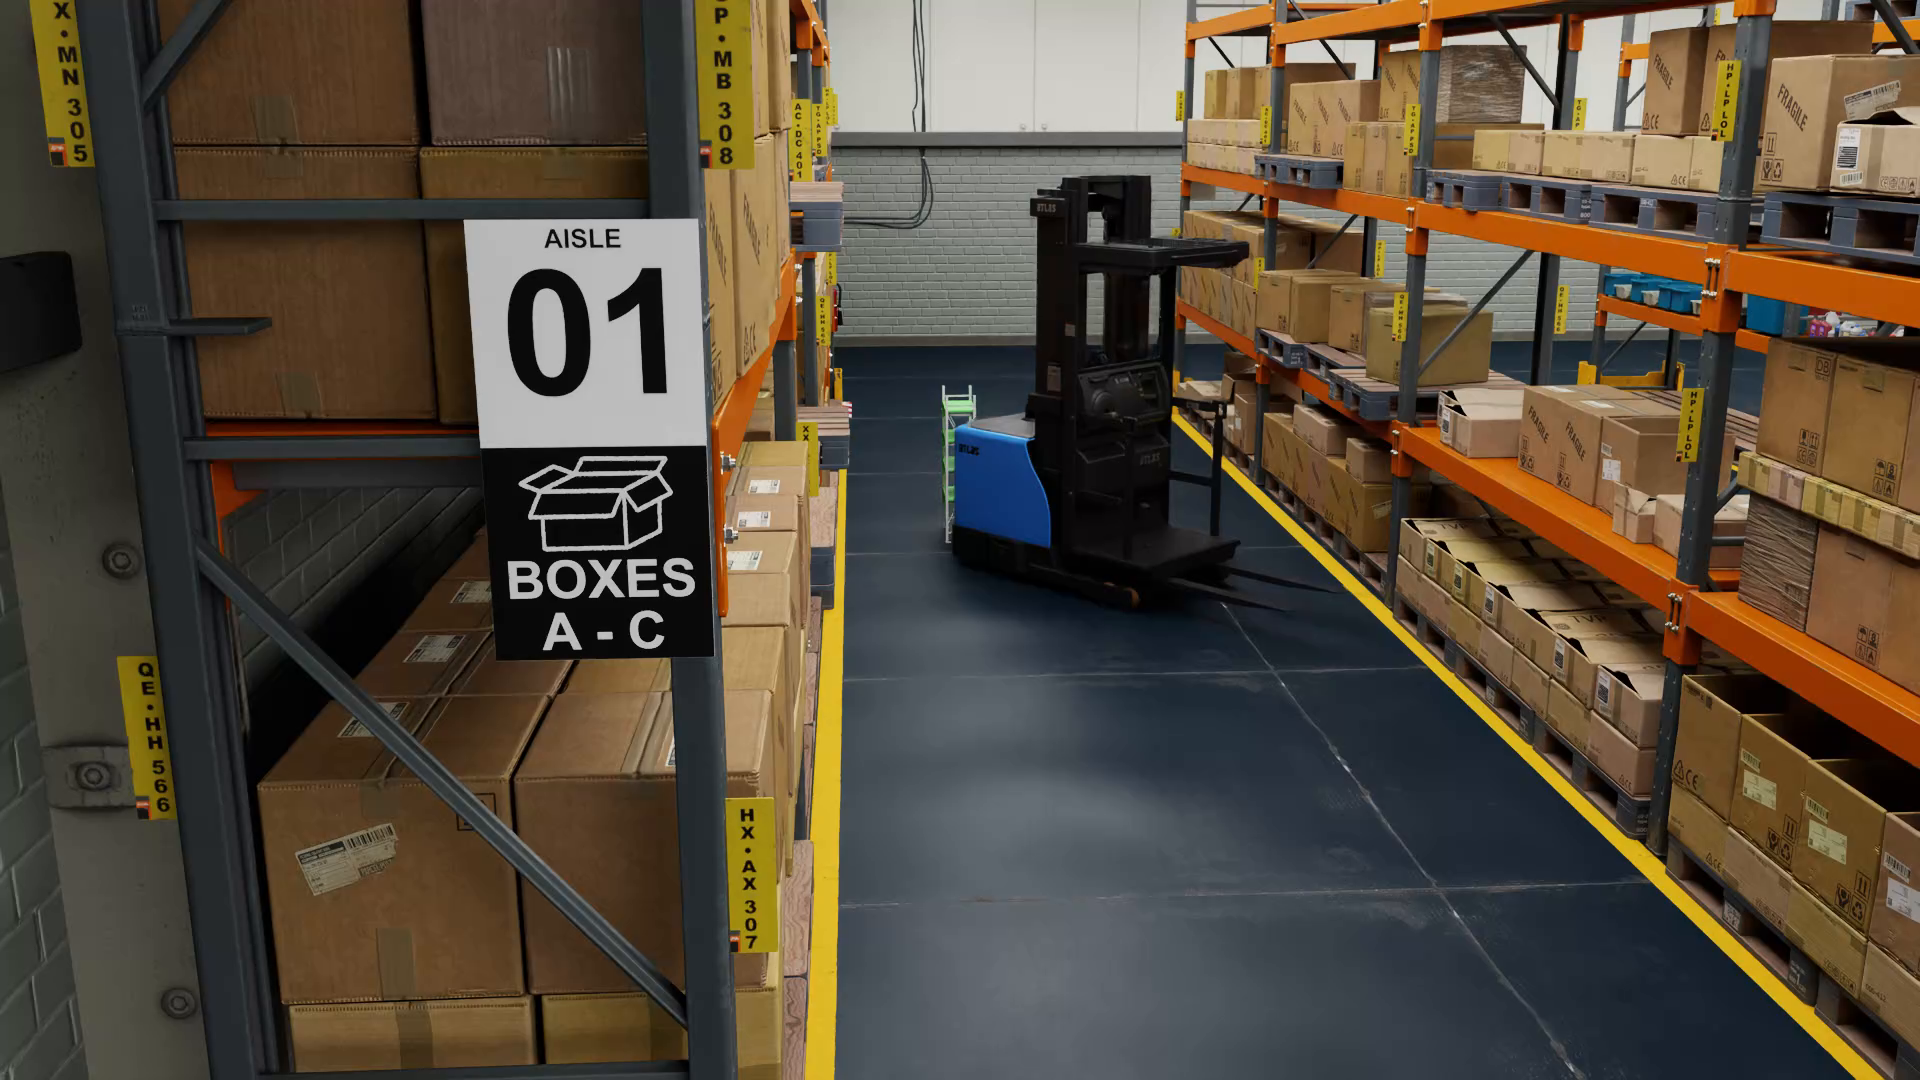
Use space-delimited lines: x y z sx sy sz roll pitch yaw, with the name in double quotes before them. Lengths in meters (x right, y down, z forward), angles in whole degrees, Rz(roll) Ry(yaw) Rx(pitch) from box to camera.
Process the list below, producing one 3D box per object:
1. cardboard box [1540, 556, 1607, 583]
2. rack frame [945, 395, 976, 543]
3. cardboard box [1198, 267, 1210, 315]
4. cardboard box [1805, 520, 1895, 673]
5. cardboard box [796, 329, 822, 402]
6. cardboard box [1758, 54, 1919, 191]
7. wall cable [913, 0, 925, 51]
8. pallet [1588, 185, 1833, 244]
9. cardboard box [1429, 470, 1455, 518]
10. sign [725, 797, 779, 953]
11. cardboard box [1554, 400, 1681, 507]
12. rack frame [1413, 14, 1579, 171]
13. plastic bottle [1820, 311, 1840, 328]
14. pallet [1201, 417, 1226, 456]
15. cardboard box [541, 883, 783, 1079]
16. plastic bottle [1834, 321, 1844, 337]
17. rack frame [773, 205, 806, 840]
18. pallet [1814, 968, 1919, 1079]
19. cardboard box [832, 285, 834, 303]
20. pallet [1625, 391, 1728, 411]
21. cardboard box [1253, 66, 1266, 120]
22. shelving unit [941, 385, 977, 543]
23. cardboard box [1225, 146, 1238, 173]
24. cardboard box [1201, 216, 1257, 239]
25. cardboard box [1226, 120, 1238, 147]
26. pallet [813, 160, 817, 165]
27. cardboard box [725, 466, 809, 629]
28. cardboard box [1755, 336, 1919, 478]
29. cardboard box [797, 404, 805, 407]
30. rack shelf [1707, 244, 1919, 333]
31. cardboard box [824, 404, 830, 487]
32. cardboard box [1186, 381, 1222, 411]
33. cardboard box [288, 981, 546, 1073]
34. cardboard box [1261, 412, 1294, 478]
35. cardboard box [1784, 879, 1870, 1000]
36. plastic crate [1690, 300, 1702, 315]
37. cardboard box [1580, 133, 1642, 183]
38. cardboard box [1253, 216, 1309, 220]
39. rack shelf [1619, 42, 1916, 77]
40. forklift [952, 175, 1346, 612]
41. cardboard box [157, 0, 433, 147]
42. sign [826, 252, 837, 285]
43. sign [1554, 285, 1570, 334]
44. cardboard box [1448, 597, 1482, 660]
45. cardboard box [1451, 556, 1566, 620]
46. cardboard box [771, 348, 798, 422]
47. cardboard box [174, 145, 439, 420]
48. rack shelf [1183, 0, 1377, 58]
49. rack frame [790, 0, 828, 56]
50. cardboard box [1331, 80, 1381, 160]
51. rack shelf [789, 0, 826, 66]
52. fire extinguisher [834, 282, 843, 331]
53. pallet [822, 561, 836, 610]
"cardboard box" 3.845 0.252 10.078 0.500 0.311 0.500 -1 14 -4
"rack frame" 0.005 -0.562 13.301 0.240 1.200 0.015 -1 14 -3
"cardboard box" 2.834 -2.657 17.631 0.500 0.500 0.500 -1 14 -4
"cardboard box" 3.820 0.202 6.523 0.700 0.500 0.500 -1 14 -4
"cardboard box" -1.219 -1.236 11.472 0.500 0.500 0.500 0 14 -2
"cardboard box" 3.515 -1.634 6.514 0.500 0.500 0.500 0 14 1
"wall cable" 0.766 -8.200 23.432 3.097 2.526 0.112 -1 14 -3
"pallet" 3.680 -1.571 7.975 0.805 0.209 1.217 -1 15 -6
"cardboard box" 3.719 -0.236 12.559 0.500 0.500 0.500 -1 14 -5
"sign" -0.407 0.653 3.231 0.100 0.325 0.005 -1 14 -3
"cardboard box" 3.652 -0.487 9.197 0.500 0.500 0.500 -1 14 -3
"rack frame" 3.500 -3.892 10.592 1.000 3.000 0.127 -1 14 -3
"plastic bottle" 7.897 -1.930 15.107 0.144 0.351 0.185 -1 14 -3
"pallet" 3.132 -1.105 17.399 1.003 0.211 1.213 -1 14 -3
"cardboard box" -0.662 1.017 3.813 0.500 0.250 0.500 -1 14 -5
"plastic bottle" 7.832 -1.811 14.802 0.097 0.271 0.097 0 14 0
"rack frame" -1.197 0.086 7.172 1.000 3.000 0.127 -1 14 -3
"pallet" 3.834 1.862 5.867 1.003 0.211 1.213 -1 14 -3
"cardboard box" -1.898 -2.917 18.242 0.980 0.700 0.700 0 14 -1
"pallet" 7.960 -1.495 18.914 1.003 0.211 1.213 -1 14 -3
"cardboard box" 3.257 -4.337 16.138 0.700 0.500 0.500 -1 14 -3
"shelving unit" -0.010 -0.622 13.537 0.258 1.200 0.503 -1 14 -3
"cardboard box" 2.896 -3.727 16.272 0.500 0.250 0.500 -1 14 -3
"cardboard box" 2.834 -3.140 17.502 0.500 0.500 0.500 -1 14 -3
"cardboard box" 2.894 -3.969 16.209 0.500 0.250 0.500 -1 14 -3
"pallet" -1.609 -2.707 12.388 1.003 0.211 1.213 0 14 -1
"cardboard box" -0.822 0.023 6.175 0.500 0.500 0.500 -1 14 -4
"cardboard box" 3.781 -0.558 6.870 0.700 0.500 0.500 -1 14 -3
"cardboard box" -1.234 -0.882 11.400 0.380 0.149 0.250 -1 14 -4
"rack shelf" 3.871 -0.598 5.256 1.077 0.370 4.000 -1 14 -3
"cardboard box" -1.464 -0.685 13.641 0.750 0.750 0.750 0 14 -2
"cardboard box" 2.785 -1.593 18.334 0.500 0.250 0.500 -1 14 -3
"cardboard box" -1.171 1.030 3.762 0.500 0.250 0.500 -1 14 -3
"cardboard box" 3.039 -0.859 14.980 0.500 0.500 0.500 -2 15 -6
"cardboard box" 3.525 1.506 6.330 0.500 0.250 0.500 -1 14 -3
"plastic crate" 7.788 -2.386 17.190 0.293 0.136 0.466 -1 14 -3
"cardboard box" 3.690 -2.051 8.918 0.500 0.250 0.500 -2 15 -8
"cardboard box" 3.375 -3.147 17.532 0.500 0.500 0.500 0 14 -2
"rack shelf" 8.072 -4.917 16.825 1.077 0.370 4.000 -1 14 -3
"forklift" 1.330 -1.068 11.795 1.130 2.935 3.031 -14 20 -42
"cardboard box" -1.236 -1.017 3.194 0.500 0.500 0.500 0 14 -1
"sign" -1.151 -2.437 14.813 0.100 0.325 0.005 -1 14 -3
"sign" 4.053 -1.556 11.232 0.100 0.325 0.005 -1 14 -3
"cardboard box" 3.309 0.531 10.118 0.500 0.250 0.500 -1 14 -5
"cardboard box" 3.309 0.263 10.036 0.500 0.311 0.500 -1 14 -5
"cardboard box" -1.344 -0.915 9.979 0.700 0.500 0.500 -2 15 -9
"cardboard box" -1.227 -0.530 3.305 0.500 0.500 0.500 0 14 1
"rack shelf" 3.128 -5.034 16.482 1.077 0.370 4.000 -1 14 -3
"rack frame" -1.940 -5.804 18.024 1.000 3.000 0.127 -1 14 -3
"cardboard box" 3.295 -3.276 12.974 0.600 0.600 0.600 -1 15 -6
"rack shelf" -1.568 -3.769 12.364 1.077 0.370 4.000 -1 14 -3
"fire extinguisher" -1.489 -2.725 19.001 0.296 0.674 0.183 -1 14 -3
"pallet" -1.418 0.244 12.153 1.003 0.211 1.213 -1 14 -3
